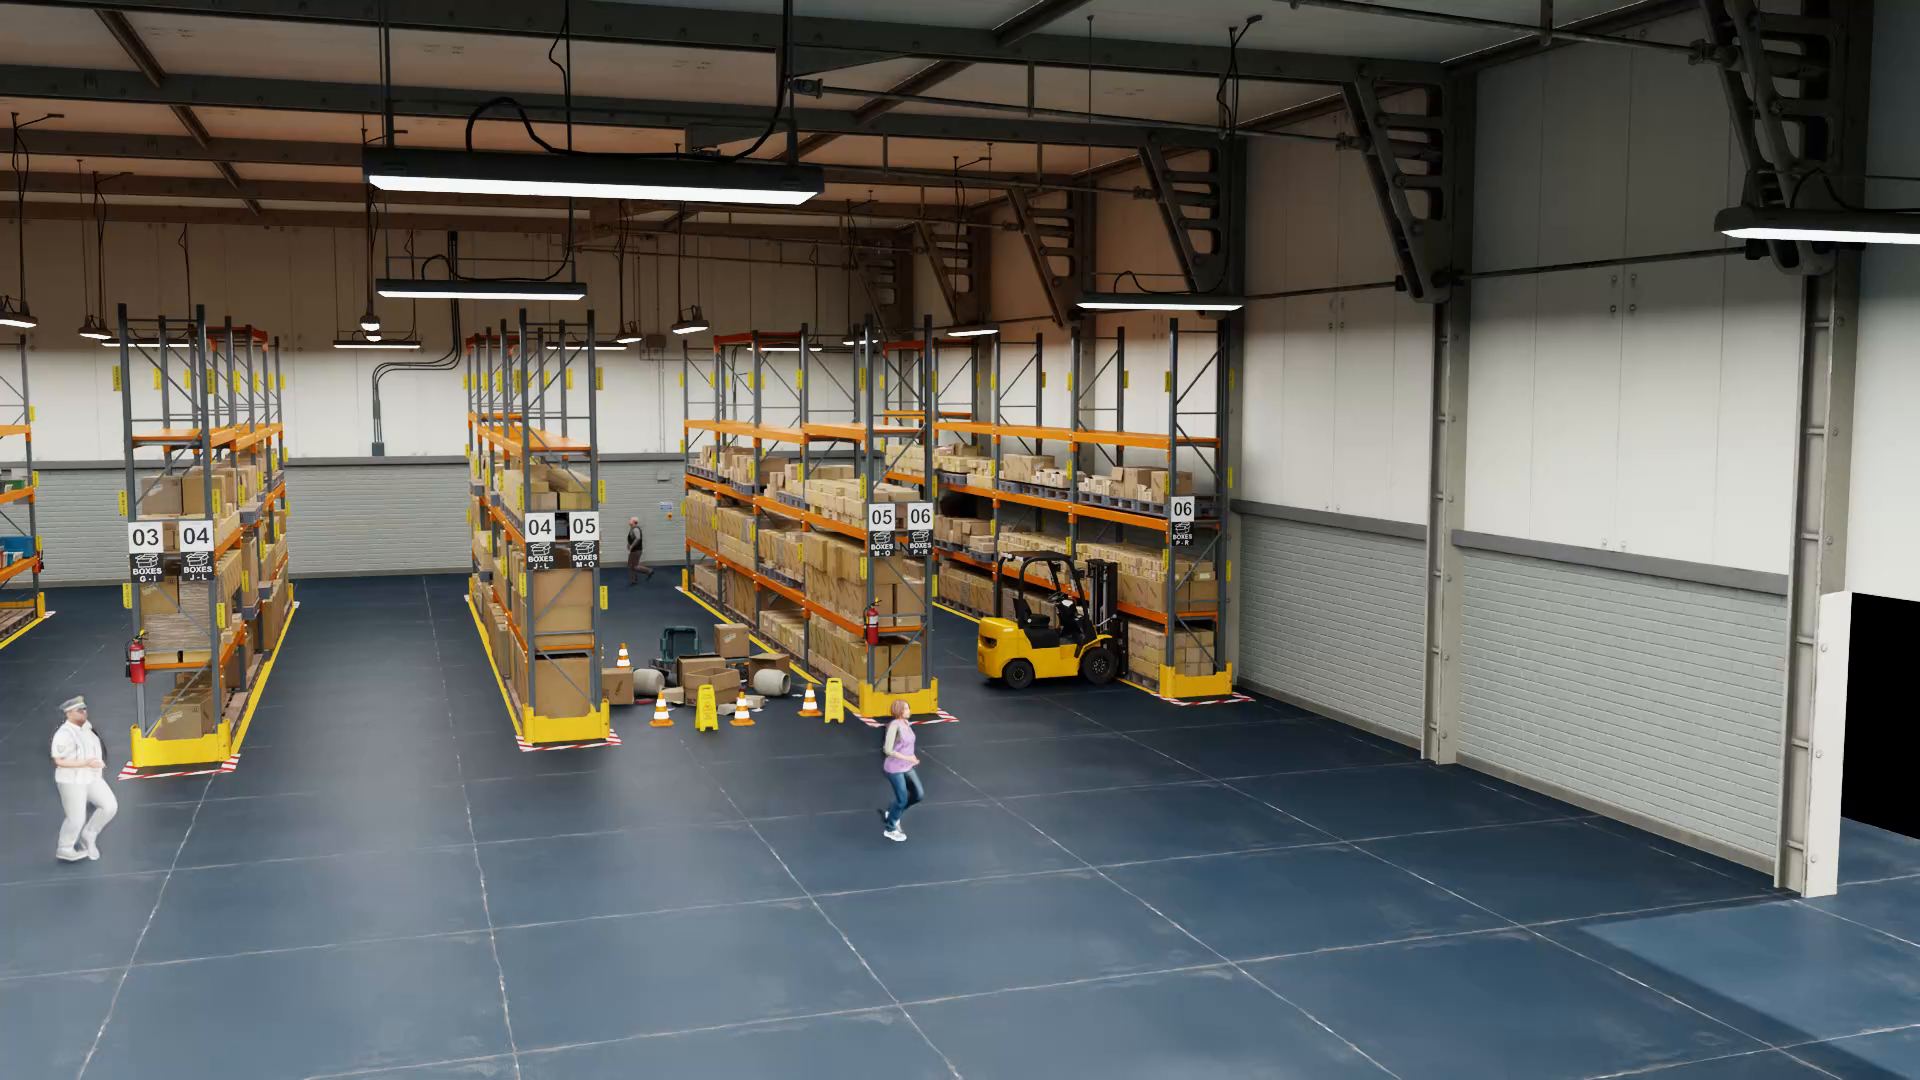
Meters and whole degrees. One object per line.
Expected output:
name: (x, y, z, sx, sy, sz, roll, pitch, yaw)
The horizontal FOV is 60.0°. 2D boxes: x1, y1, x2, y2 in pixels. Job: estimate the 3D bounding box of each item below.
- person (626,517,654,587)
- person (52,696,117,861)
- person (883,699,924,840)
person: (-7.867, 0.297, 40.818, 0.705, 1.723, 0.672, -1, 5, -9)
person: (-9.112, 2.497, 17.299, 0.691, 1.785, 0.639, 1, 6, 12)
person: (-0.625, 2.506, 18.121, 0.517, 1.565, 0.541, 3, 6, 25)
